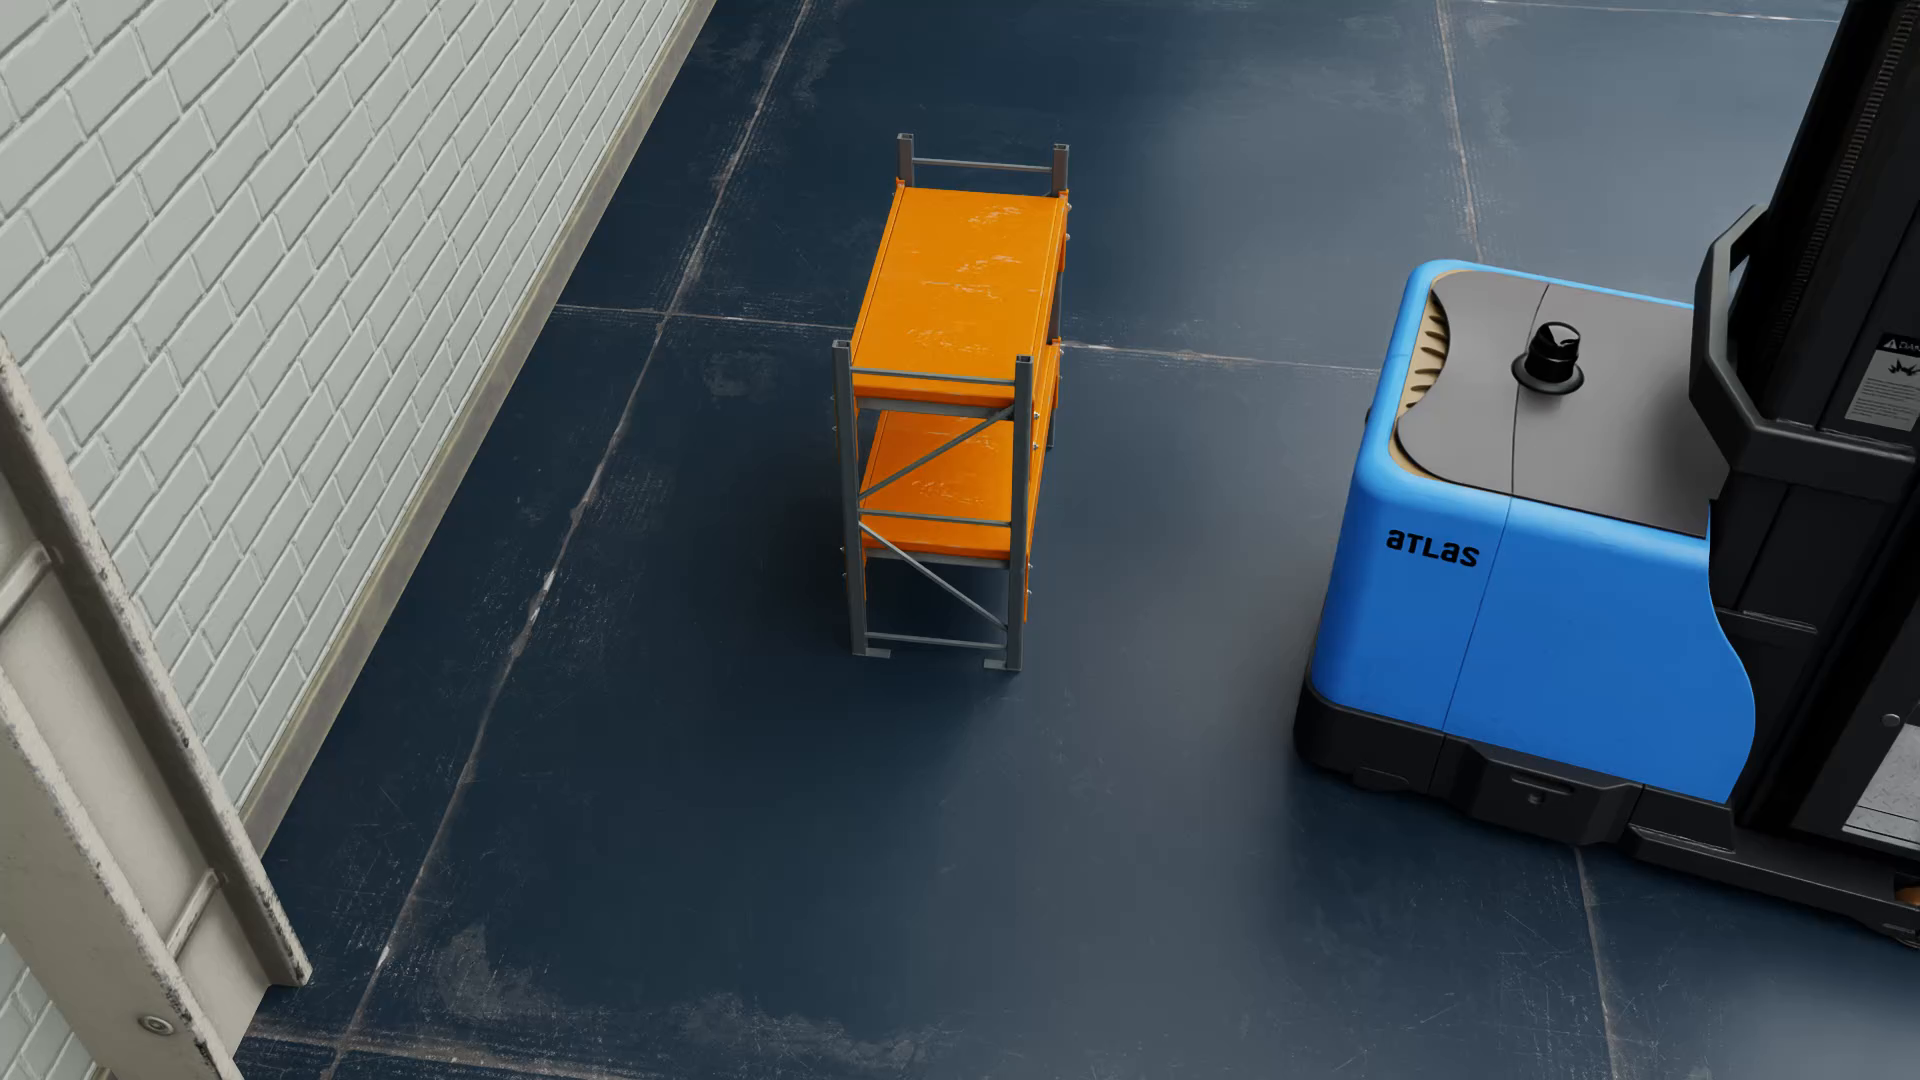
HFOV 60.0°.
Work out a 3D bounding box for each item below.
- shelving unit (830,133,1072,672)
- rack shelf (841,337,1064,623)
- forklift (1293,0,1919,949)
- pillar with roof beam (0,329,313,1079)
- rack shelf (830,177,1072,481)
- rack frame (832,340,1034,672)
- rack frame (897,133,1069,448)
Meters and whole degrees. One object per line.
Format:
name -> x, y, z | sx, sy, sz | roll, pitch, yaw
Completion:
shelving unit -> -0.001, -0.404, 4.858 | 0.538, 1.125, 1.048 | 5, 44, 6
rack shelf -> -0.001, -0.226, 5.026 | 0.538, 0.278, 1.000 | 5, 44, 6
forklift -> 2.488, -0.410, 3.552 | 3.031, 2.935, 1.130 | 14, 45, 14
pillar with roof beam -> 2.484, -1.695, 0.496 | 9.100, 9.000, 0.400 | 5, 44, 6
rack shelf -> -0.001, -0.616, 4.657 | 0.538, 0.278, 1.000 | 5, 44, 6
rack frame -> -0.068, -0.057, 4.492 | 0.500, 1.125, 0.032 | 5, 44, 6
rack frame -> 0.066, -0.750, 5.224 | 0.500, 1.125, 0.032 | 5, 44, 6
